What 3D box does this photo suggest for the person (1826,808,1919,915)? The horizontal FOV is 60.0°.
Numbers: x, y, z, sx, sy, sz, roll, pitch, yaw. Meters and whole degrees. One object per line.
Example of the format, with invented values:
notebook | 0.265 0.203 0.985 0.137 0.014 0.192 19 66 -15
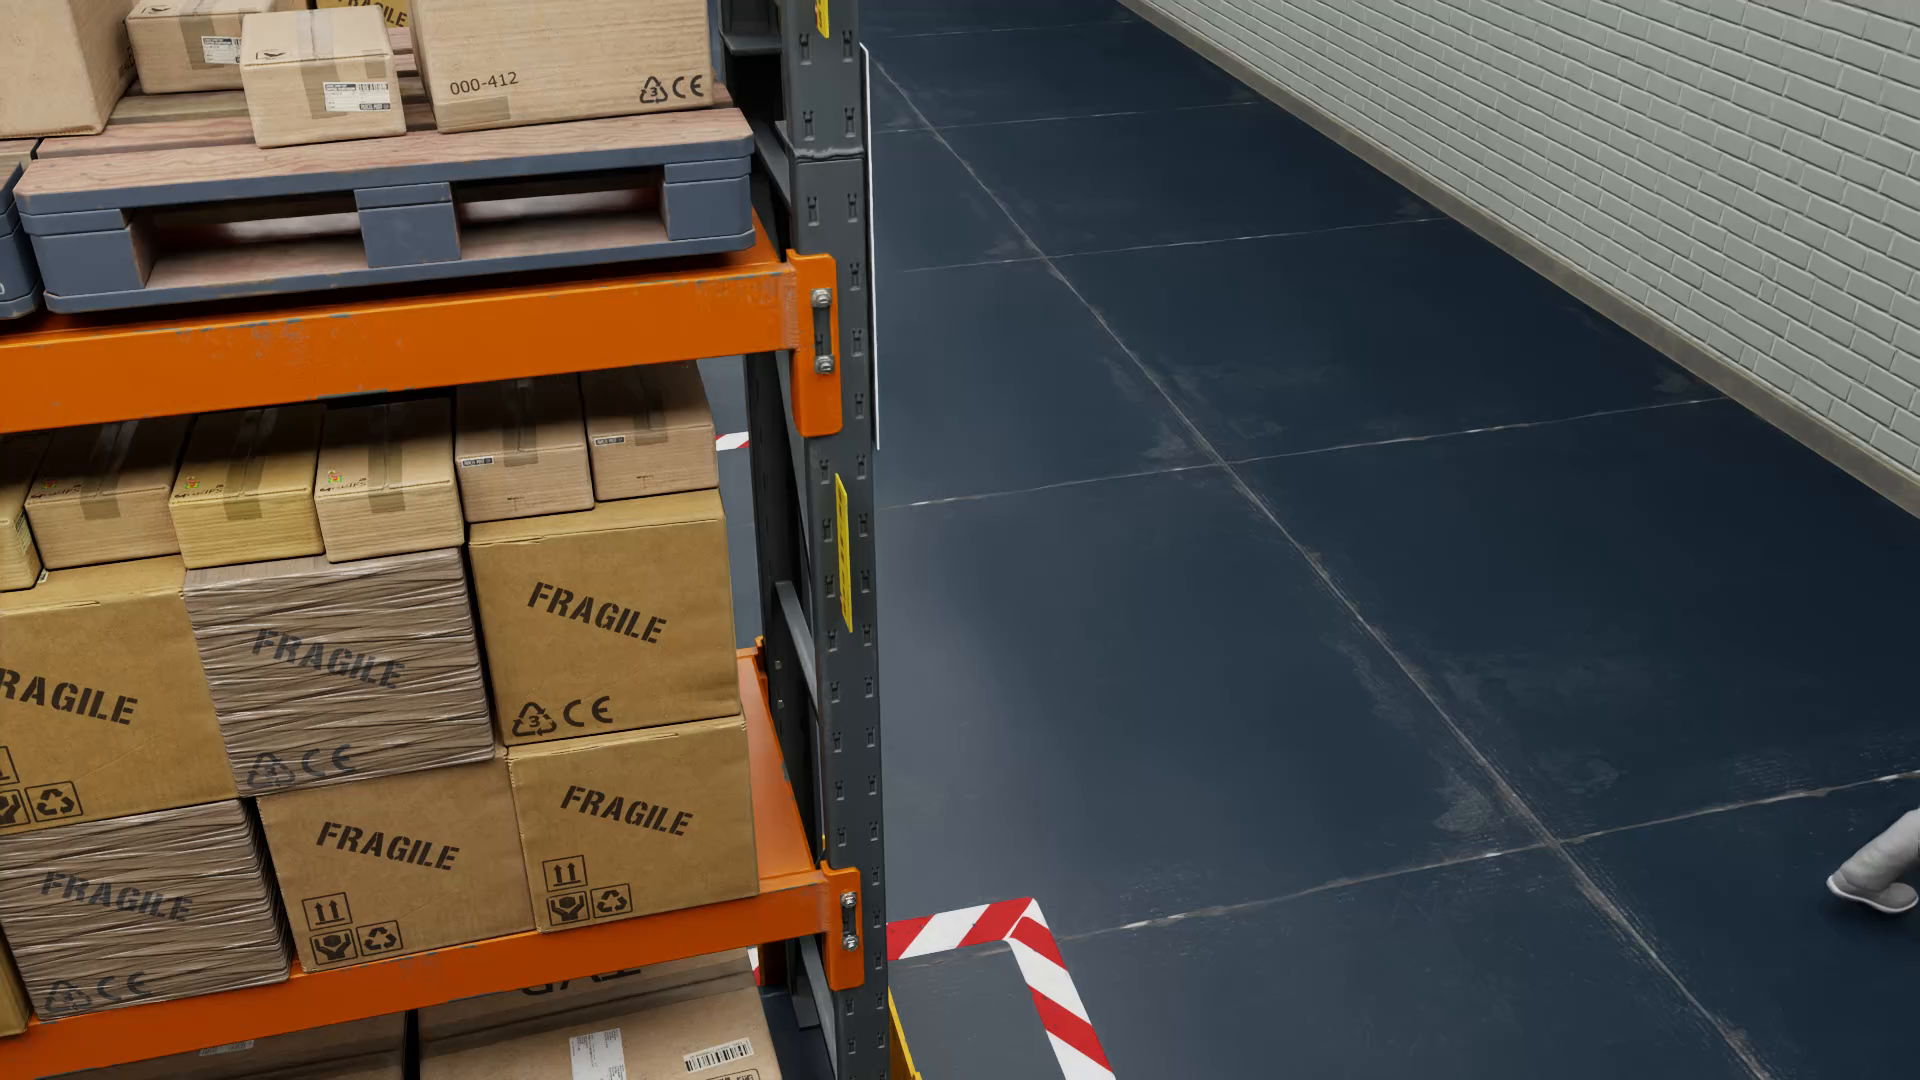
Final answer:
person | 3.381 0.600 5.077 0.962 1.637 0.454 6 31 11
